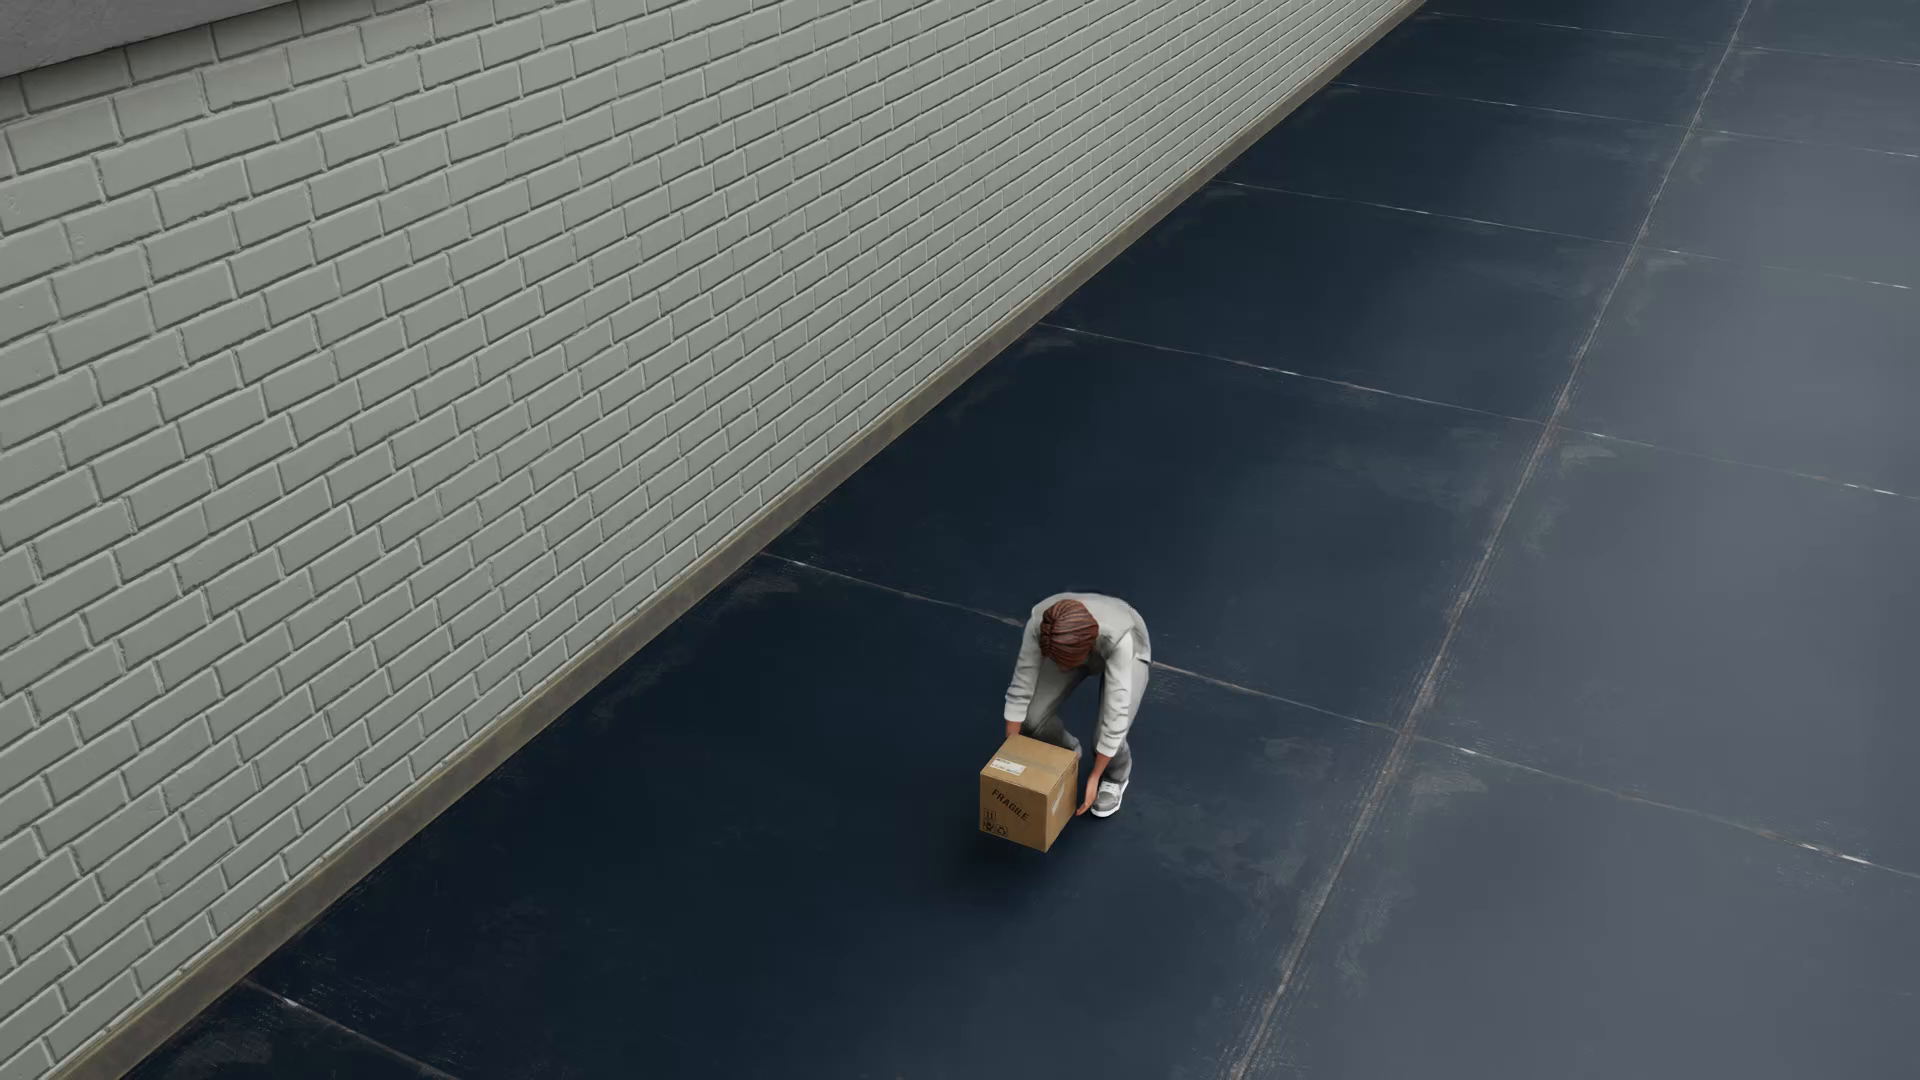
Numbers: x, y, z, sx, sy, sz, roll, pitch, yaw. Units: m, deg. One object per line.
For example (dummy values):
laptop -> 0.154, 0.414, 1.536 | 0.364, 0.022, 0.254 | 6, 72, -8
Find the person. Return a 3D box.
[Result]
person -> 0.469, 0.518, 5.876 | 0.452, 0.833, 0.628 | 15, 33, 23
